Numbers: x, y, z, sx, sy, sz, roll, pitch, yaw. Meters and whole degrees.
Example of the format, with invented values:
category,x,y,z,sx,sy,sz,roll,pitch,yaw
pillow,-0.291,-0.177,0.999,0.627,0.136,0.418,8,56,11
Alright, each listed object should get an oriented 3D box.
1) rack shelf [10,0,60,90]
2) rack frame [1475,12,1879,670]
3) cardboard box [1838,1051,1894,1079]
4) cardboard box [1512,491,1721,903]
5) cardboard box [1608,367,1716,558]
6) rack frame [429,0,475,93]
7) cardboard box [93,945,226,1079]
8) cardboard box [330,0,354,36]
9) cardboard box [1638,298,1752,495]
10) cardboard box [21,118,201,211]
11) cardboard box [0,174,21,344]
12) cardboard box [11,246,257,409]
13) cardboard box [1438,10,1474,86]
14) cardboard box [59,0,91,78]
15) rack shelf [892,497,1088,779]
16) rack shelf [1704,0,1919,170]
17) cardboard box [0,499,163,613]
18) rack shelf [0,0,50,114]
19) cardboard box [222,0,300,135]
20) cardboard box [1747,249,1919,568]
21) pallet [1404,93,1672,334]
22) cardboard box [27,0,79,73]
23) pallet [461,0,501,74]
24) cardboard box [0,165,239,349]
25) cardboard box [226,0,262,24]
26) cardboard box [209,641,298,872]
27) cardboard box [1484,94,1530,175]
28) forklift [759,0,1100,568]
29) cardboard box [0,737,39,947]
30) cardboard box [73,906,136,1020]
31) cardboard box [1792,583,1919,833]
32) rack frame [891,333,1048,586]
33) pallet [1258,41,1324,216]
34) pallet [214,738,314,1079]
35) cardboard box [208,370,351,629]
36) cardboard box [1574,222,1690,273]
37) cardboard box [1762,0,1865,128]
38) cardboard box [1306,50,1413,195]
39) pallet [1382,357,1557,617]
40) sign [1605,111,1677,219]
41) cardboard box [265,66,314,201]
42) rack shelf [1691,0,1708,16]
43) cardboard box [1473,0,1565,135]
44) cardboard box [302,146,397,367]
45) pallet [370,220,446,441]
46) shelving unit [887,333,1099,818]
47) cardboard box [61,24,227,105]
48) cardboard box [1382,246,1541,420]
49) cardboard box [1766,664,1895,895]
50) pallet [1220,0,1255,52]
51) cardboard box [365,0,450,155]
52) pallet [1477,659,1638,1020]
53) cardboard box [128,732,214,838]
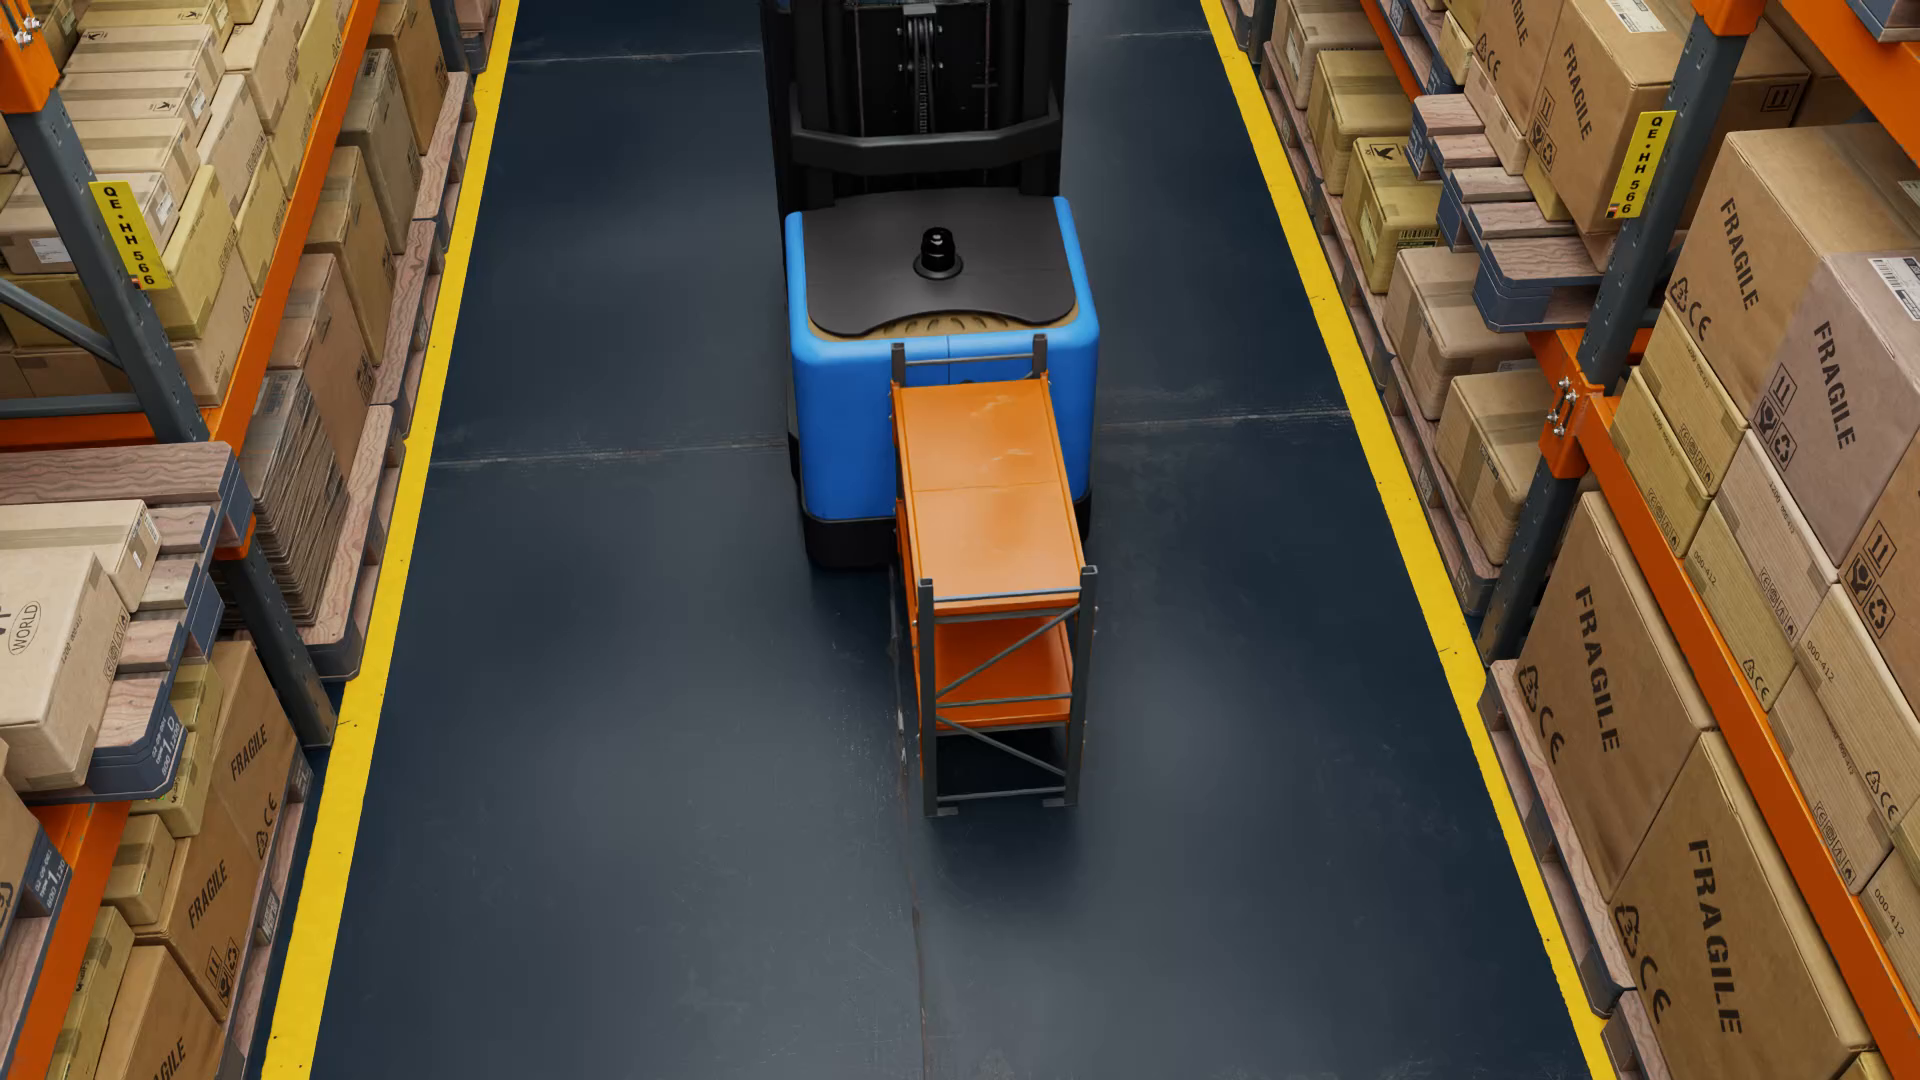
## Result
category,x,y,z,sx,sy,sz,roll,pitch,yaw
rack shelf,-2.782,-2.579,5.056,1.077,0.370,4.000,-3,47,-3
rack frame,2.331,-0.652,4.802,1.000,3.000,0.127,-3,47,-3
cardboard box,2.451,1.731,3.719,0.875,0.875,0.875,-2,47,-2
cardboard box,2.306,0.439,4.943,0.875,0.875,0.875,-4,47,-4
cardboard box,2.121,-0.231,4.506,0.500,0.250,0.500,-4,47,-4
rack frame,-2.950,-3.242,7.254,1.000,3.000,0.127,-3,47,-3
cardboard box,-2.287,1.401,4.289,0.500,0.500,0.500,-2,47,-2
cardboard box,-2.588,-2.117,6.292,0.500,0.250,0.500,-3,47,-3
cardboard box,2.127,-0.391,4.313,0.500,0.250,0.500,-4,47,-4
cardboard box,-2.372,-1.047,4.660,0.380,0.149,0.250,-3,47,-2
cardboard box,-2.929,-0.776,4.678,0.500,0.250,0.500,-3,47,-2
cardboard box,-2.408,-0.632,4.886,0.500,0.250,0.500,-3,47,-3
cardboard box,1.859,-1.683,5.662,0.380,0.149,0.250,-3,47,-3
cardboard box,-3.013,-1.509,5.372,0.500,0.250,0.500,-4,47,-4
rack shelf,0.081,0.288,5.540,0.538,0.278,1.000,-4,47,-4
rack shelf,2.499,0.011,2.603,1.077,0.370,4.000,-3,47,-3
cardboard box,-2.177,0.046,4.024,0.380,0.149,0.250,-3,47,-3
rack shelf,-2.447,0.315,2.315,1.077,0.370,4.000,-3,47,-3
cardboard box,-2.475,-1.546,5.407,0.500,0.250,0.500,-5,47,-4
cardboard box,2.180,-0.301,3.711,0.500,0.500,0.500,-3,47,-3
pallet,2.165,-1.095,5.354,1.213,0.211,1.003,-3,47,-3
cardboard box,-2.972,-1.569,5.154,0.380,0.149,0.250,-4,47,-4
pallet,-2.974,-2.861,8.814,1.003,0.211,1.213,-3,47,-3
cardboard box,-2.384,-0.806,4.706,0.500,0.250,0.500,-4,47,-3
cardboard box,-2.466,-1.787,5.361,0.380,0.149,0.250,-3,47,-2
cardboard box,-2.365,0.660,4.991,0.500,0.500,0.500,-2,47,-2
cardboard box,1.909,-1.302,5.301,0.380,0.149,0.250,-4,47,-4
forklift,-0.186,-1.981,6.107,1.130,2.935,3.031,-4,47,-4
cardboard box,-2.294,0.642,3.216,0.797,0.503,0.637,-4,47,-4
cardboard box,-2.312,1.069,4.158,0.380,0.149,0.250,-2,47,-2
cardboard box,2.199,0.344,3.617,0.500,0.250,0.500,-4,47,-3
rack frame,0.030,-0.248,5.710,0.500,1.125,0.032,-4,47,-4
pallet,2.063,-2.024,8.022,1.003,0.211,1.213,-3,47,-3
pallet,-2.590,1.153,5.012,1.003,0.211,1.213,-3,47,-3
cardboard box,-2.653,-0.128,5.651,0.875,0.625,0.625,-2,47,-2
cardboard box,2.069,-0.933,4.952,0.380,0.149,0.250,-2,47,-2
cardboard box,2.524,-1.273,4.827,0.500,0.500,0.500,-5,47,-4
cardboard box,2.106,-1.888,7.493,0.950,0.372,0.625,-1,47,-1
pallet,2.267,-0.259,6.350,1.003,0.211,1.213,-3,47,-3
sign,1.791,-0.983,4.372,0.100,0.325,0.005,-3,47,-3
cardboard box,-2.496,-1.369,5.584,0.500,0.250,0.500,-5,47,-5
rack shelf,2.164,-2.883,5.344,1.077,0.370,4.000,-3,47,-3
cardboard box,1.962,-1.619,5.154,0.500,0.500,0.500,-4,47,-4
cardboard box,-2.773,-1.087,6.560,0.875,0.625,0.625,-5,47,-5
pallet,-2.744,-0.868,6.926,1.003,0.211,1.213,-3,47,-3
shelving unit,0.081,0.120,5.362,0.538,1.125,1.048,-4,47,-4
cardboard box,-2.453,-1.420,5.013,0.380,0.149,0.250,-3,47,-3
cardboard box,2.224,-0.836,6.496,0.950,0.372,0.625,-4,47,-4
cardboard box,2.220,0.519,3.796,0.500,0.250,0.500,-2,47,-2
pallet,1.905,-3.071,9.013,1.003,0.211,1.213,-3,47,-3
cardboard box,-2.895,-2.193,7.607,0.875,0.625,0.625,-2,47,-2
pallet,2.322,0.882,5.270,1.003,0.211,1.213,-3,47,-3
cardboard box,-2.267,0.682,4.524,0.380,0.149,0.250,-6,47,-5
